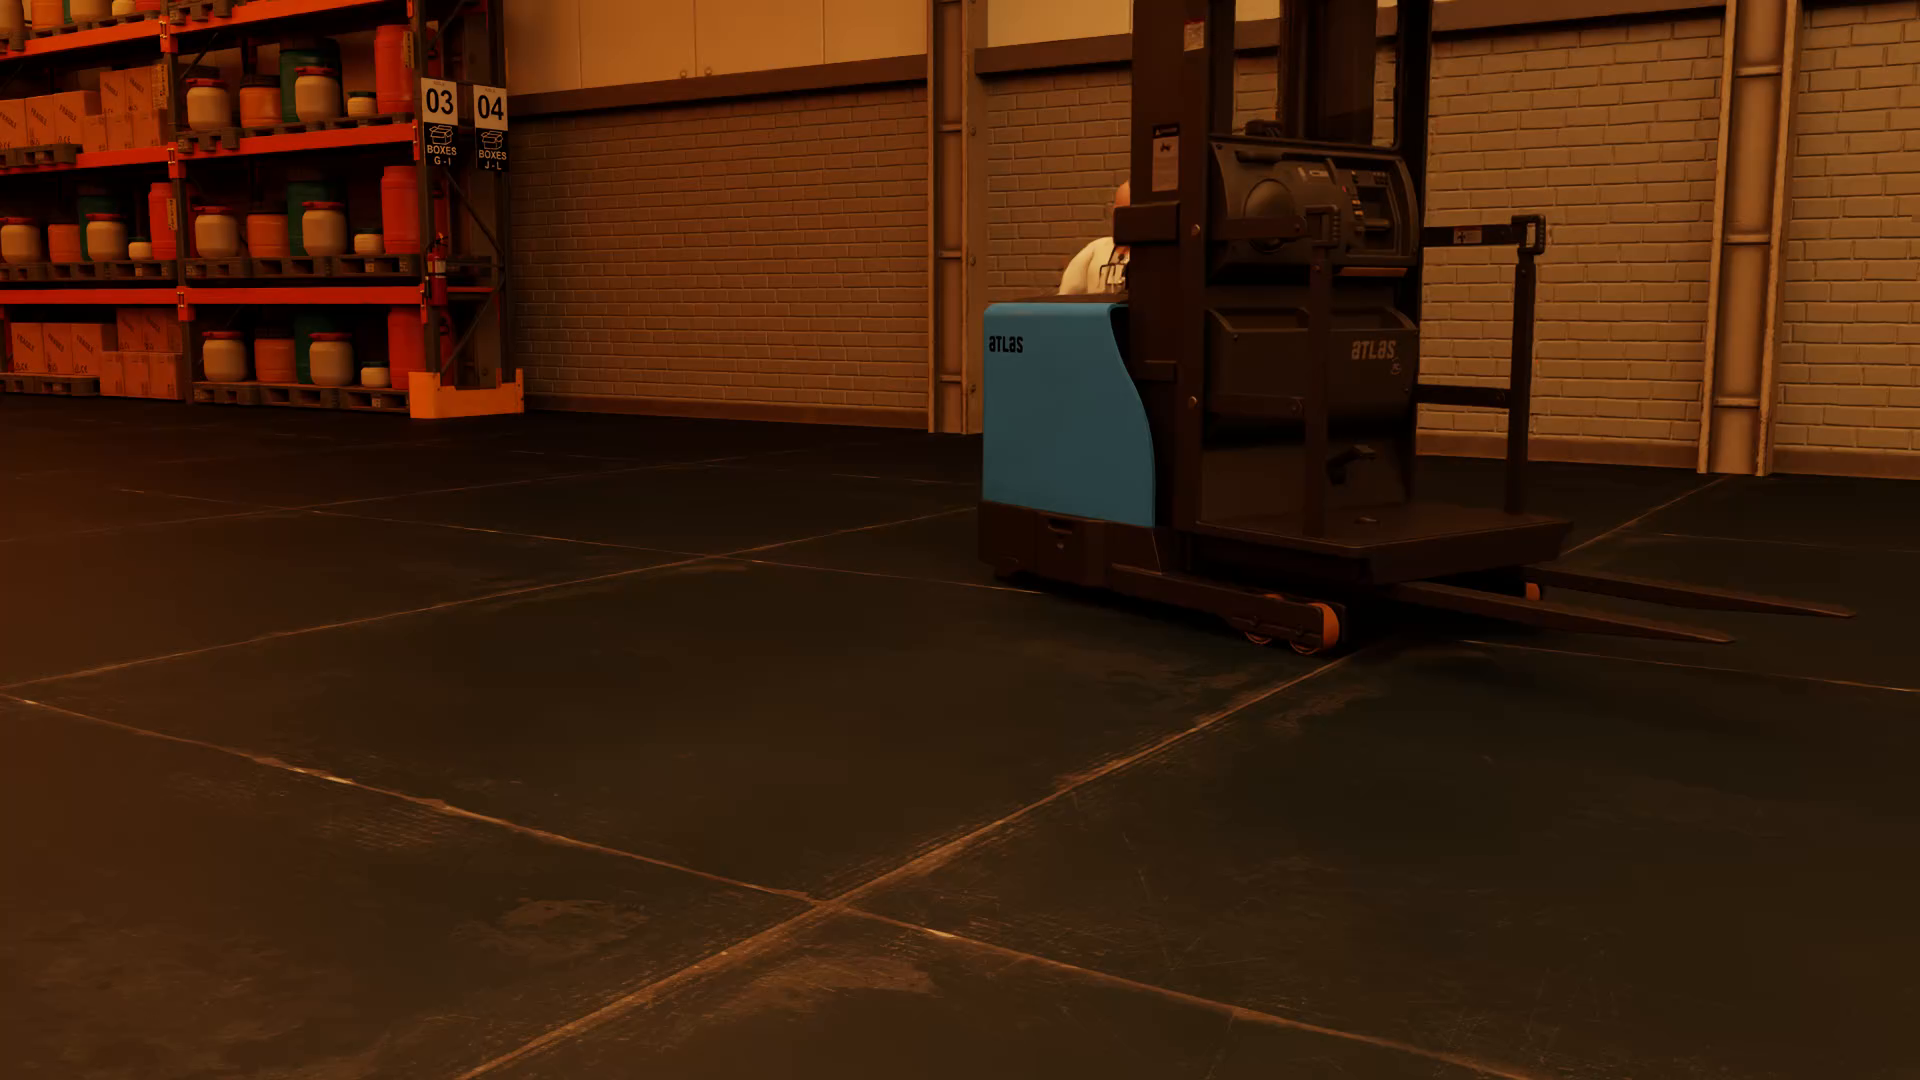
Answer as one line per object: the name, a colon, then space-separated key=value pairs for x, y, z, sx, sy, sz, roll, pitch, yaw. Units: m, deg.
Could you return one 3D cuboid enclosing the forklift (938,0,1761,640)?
forklift: x=1.174 y=-1.205 z=5.667 sx=1.130 sy=2.935 sz=3.031 roll=-6 pitch=10 yaw=-35
